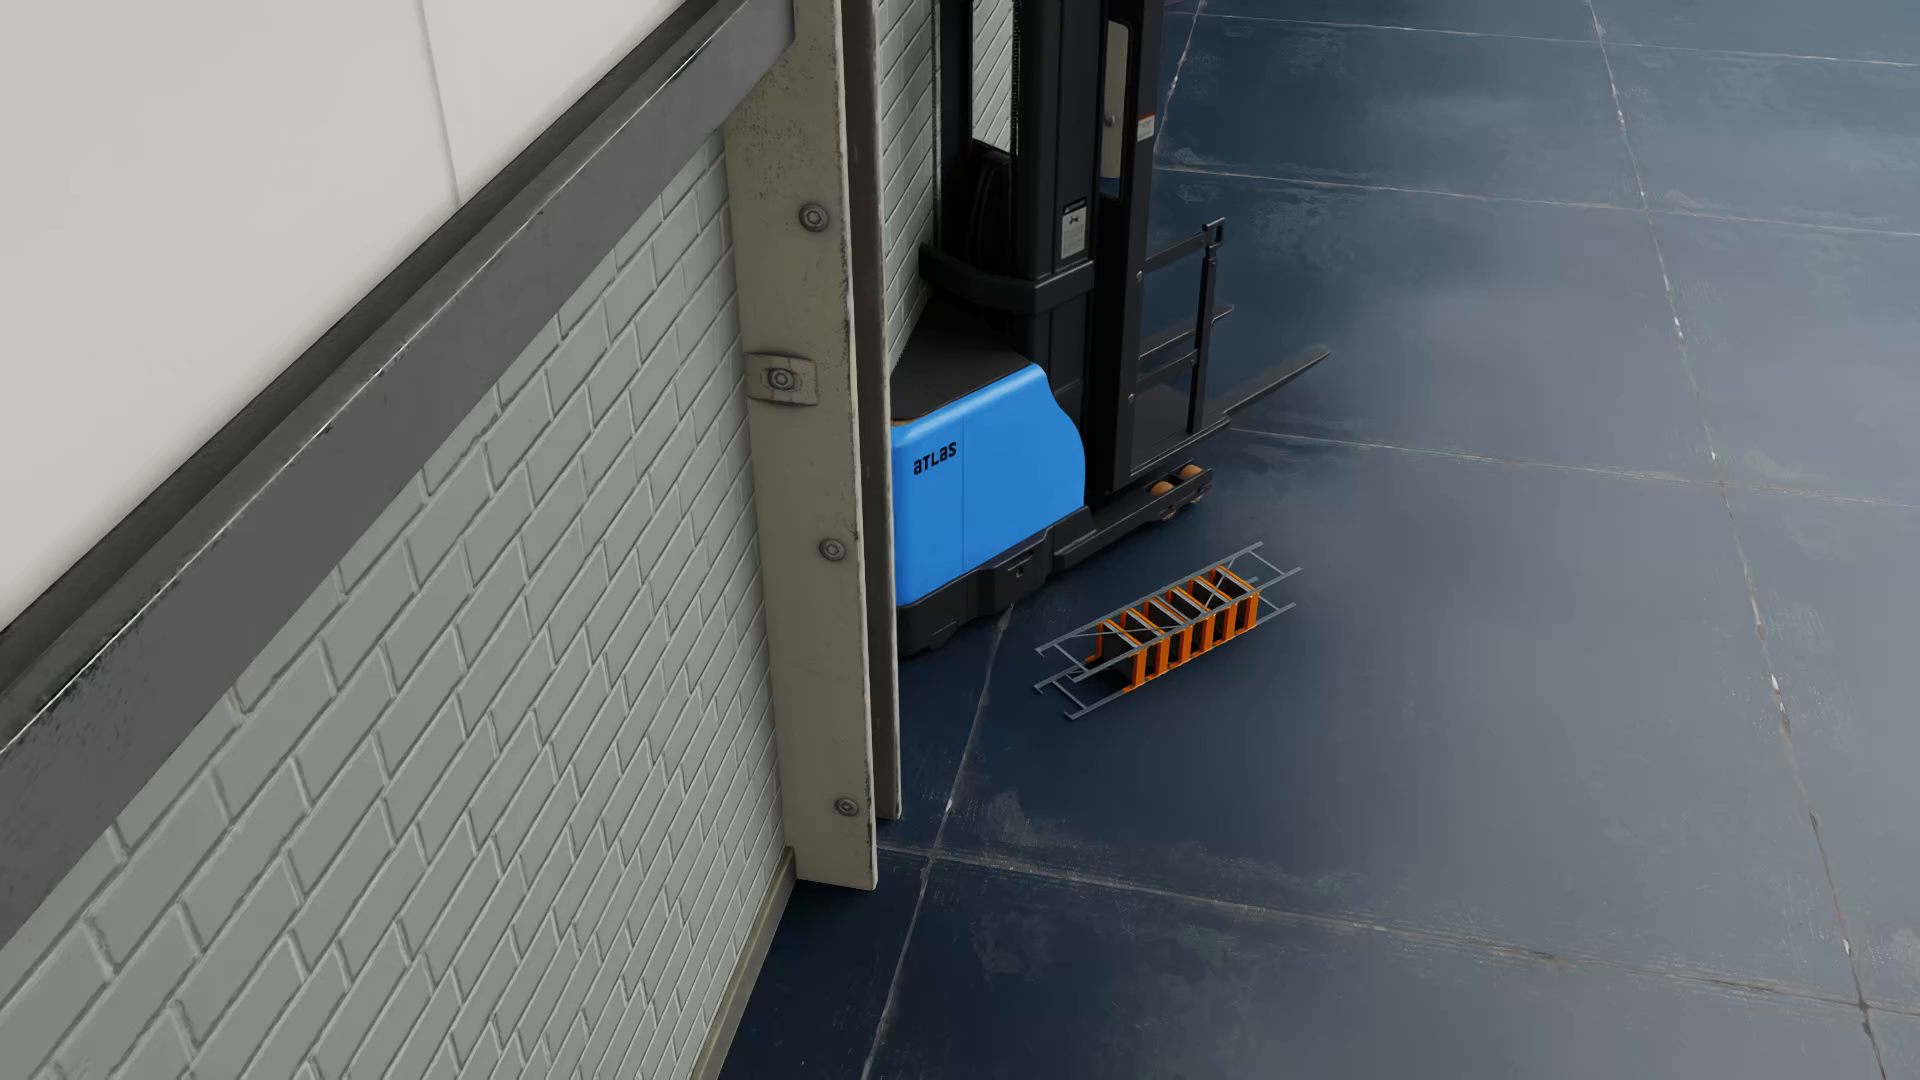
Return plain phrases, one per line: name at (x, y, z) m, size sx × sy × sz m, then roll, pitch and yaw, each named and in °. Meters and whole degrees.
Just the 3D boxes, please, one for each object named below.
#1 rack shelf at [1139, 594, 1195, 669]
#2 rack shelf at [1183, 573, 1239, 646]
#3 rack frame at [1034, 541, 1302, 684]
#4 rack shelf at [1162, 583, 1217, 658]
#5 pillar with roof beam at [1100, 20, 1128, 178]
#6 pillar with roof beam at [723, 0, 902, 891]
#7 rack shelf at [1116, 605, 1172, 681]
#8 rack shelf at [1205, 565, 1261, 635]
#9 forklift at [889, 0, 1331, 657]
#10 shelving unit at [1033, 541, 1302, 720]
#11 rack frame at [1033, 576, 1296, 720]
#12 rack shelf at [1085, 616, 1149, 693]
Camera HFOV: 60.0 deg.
rack shelf at (0.802, 0.359, 6.587) m, size 0.103 × 0.180 × 0.258 m, roll -23°, pitch 42°, yaw -29°
rack shelf at (0.995, 0.277, 6.703) m, size 0.103 × 0.180 × 0.258 m, roll -23°, pitch 42°, yaw -29°
rack frame at (0.838, 0.270, 6.555) m, size 1.200 × 0.006 × 0.240 m, roll -23°, pitch 42°, yaw -29°
rack shelf at (0.898, 0.318, 6.645) m, size 0.103 × 0.180 × 0.258 m, roll -23°, pitch 42°, yaw -29°
pillar with roof beam at (5.088, -5.492, 7.159) m, size 9.100 × 9.000 × 0.400 m, roll 7°, pitch 37°, yaw 10°
pillar with roof beam at (3.806, -2.052, 2.413) m, size 9.100 × 9.000 × 0.400 m, roll 7°, pitch 37°, yaw 10°
rack shelf at (0.705, 0.401, 6.529) m, size 0.103 × 0.180 × 0.258 m, roll -23°, pitch 42°, yaw -29°
rack shelf at (1.091, 0.236, 6.761) m, size 0.103 × 0.180 × 0.258 m, roll -23°, pitch 42°, yaw -29°
forklift at (0.495, -1.478, 6.792) m, size 3.031 × 2.935 × 1.130 m, roll -29°, pitch 45°, yaw -34°
shelving unit at (0.837, 0.344, 6.608) m, size 1.200 × 0.189 × 0.258 m, roll -23°, pitch 42°, yaw -29°
rack frame at (0.837, 0.418, 6.662) m, size 1.200 × 0.006 × 0.240 m, roll -23°, pitch 42°, yaw -29°
rack shelf at (0.608, 0.442, 6.471) m, size 0.103 × 0.180 × 0.258 m, roll -23°, pitch 42°, yaw -29°
